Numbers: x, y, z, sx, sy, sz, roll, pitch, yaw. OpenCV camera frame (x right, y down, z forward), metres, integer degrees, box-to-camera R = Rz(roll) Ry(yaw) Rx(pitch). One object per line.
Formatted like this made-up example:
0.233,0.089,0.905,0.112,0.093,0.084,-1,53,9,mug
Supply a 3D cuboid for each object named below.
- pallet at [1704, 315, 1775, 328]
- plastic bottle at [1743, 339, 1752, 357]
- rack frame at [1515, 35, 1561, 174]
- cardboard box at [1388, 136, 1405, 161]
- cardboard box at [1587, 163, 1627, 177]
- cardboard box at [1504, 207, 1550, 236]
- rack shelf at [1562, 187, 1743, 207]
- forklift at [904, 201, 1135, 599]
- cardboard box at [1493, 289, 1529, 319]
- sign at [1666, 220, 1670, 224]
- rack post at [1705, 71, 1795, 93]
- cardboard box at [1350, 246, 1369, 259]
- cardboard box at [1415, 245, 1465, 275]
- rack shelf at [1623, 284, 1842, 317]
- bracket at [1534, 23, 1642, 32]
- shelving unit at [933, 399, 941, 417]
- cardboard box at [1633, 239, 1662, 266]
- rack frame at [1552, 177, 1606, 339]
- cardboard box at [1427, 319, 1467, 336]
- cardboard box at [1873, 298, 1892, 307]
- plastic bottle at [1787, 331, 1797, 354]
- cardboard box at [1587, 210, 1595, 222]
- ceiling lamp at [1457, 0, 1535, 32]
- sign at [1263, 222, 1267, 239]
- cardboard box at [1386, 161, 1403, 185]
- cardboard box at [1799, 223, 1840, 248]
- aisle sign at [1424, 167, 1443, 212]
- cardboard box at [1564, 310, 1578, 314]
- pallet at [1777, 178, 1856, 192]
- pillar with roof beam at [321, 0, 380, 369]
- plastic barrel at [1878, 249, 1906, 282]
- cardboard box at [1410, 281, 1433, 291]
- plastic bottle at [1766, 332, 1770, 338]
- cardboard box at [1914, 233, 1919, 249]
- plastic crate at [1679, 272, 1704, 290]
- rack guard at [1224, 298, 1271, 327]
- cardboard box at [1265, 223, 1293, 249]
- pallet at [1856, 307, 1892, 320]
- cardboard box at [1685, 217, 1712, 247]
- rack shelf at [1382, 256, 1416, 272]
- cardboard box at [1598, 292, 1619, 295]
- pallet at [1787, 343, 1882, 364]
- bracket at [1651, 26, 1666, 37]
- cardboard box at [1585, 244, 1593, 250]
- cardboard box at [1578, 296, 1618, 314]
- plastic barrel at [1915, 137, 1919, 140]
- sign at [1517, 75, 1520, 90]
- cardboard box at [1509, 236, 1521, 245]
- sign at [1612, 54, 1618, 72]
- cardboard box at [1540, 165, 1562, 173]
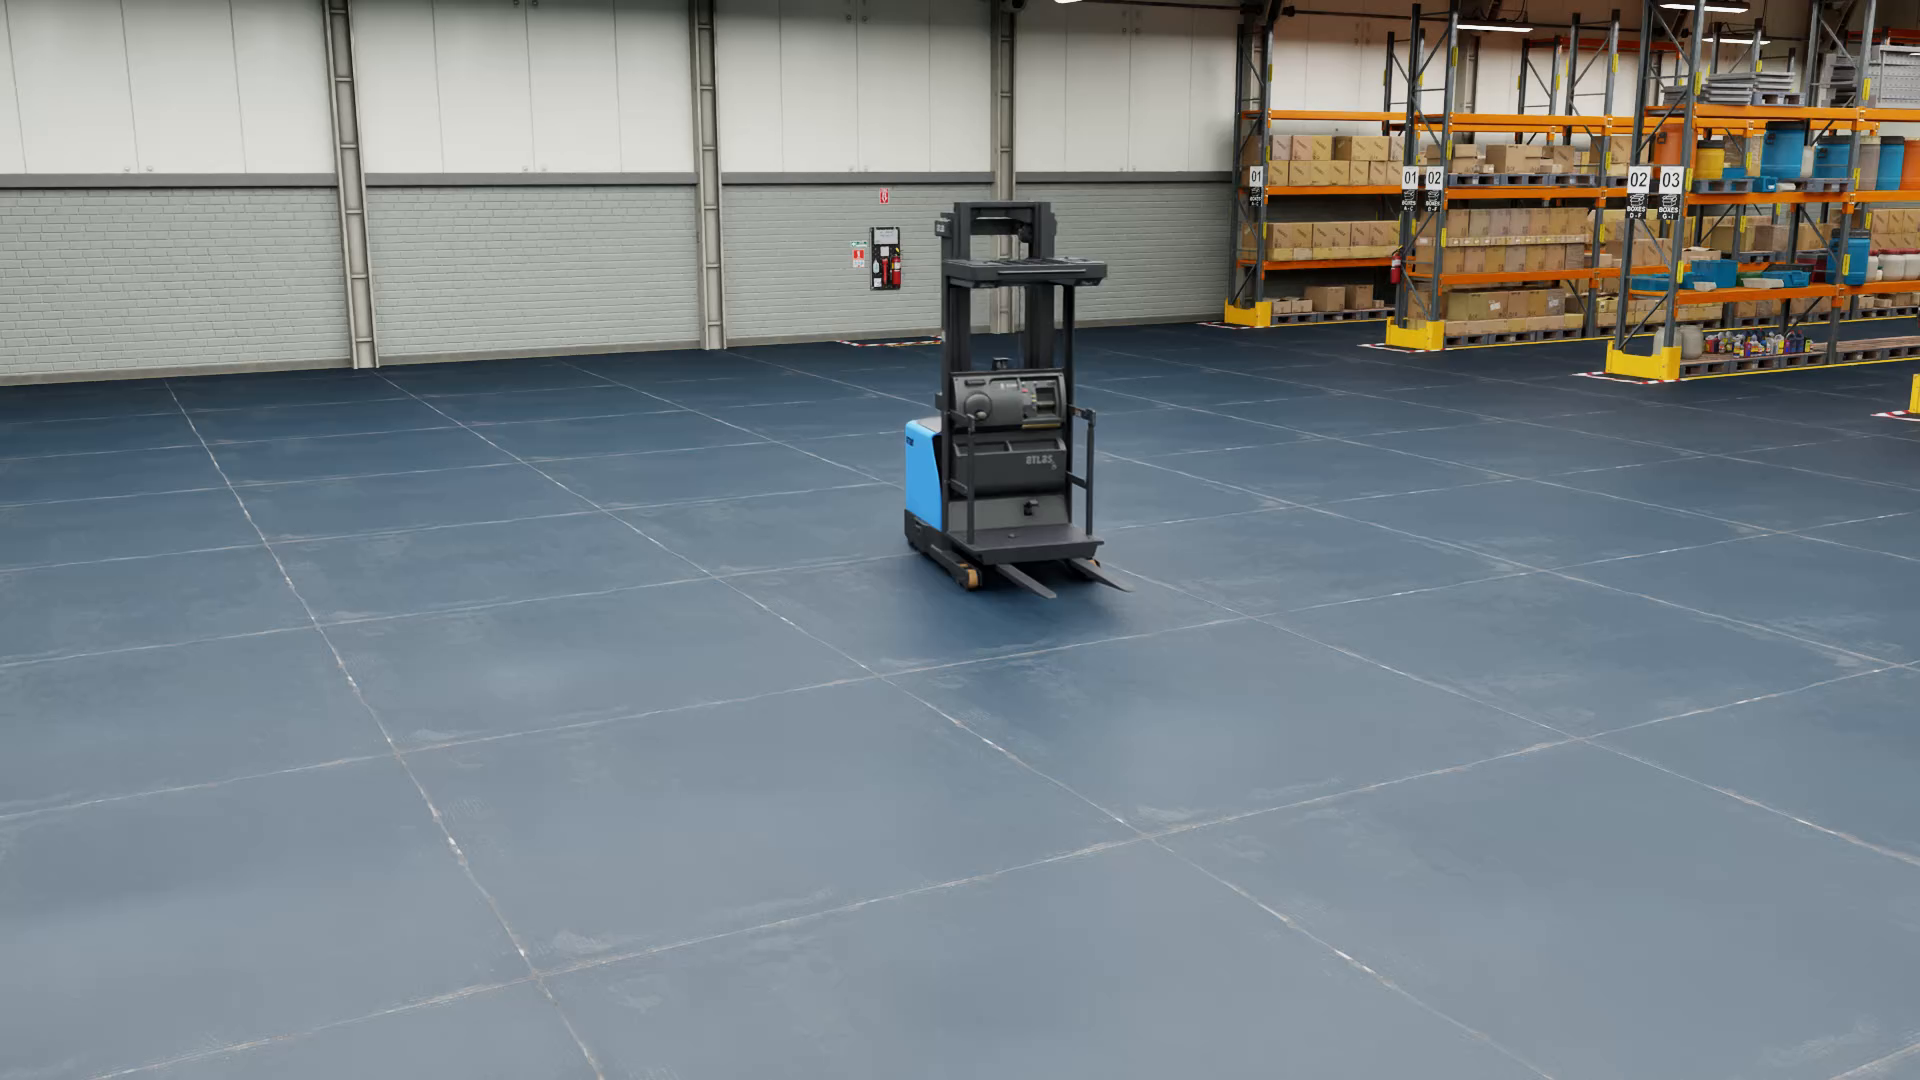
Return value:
15.965,-4.534,34.273,1.213,0.211,1.003,-7,14,-28,pallet
12.588,-3.067,26.588,0.133,0.283,0.061,-7,14,-27,plastic bottle
12.915,-9.704,37.232,0.127,3.000,1.000,-7,14,-28,rack frame
9.094,-8.261,35.102,0.500,0.500,0.500,-8,15,-33,cardboard box
12.326,-7.060,31.702,0.500,0.250,0.500,-5,14,-22,cardboard box
10.511,-5.930,30.944,0.500,0.500,0.700,-7,14,-28,cardboard box
13.536,-6.725,32.465,4.000,0.370,1.077,-7,14,-28,rack shelf
0.466,-1.141,13.002,1.130,2.935,3.031,-4,13,-18,forklift
10.165,-4.381,30.843,0.500,0.500,0.500,-7,14,-28,cardboard box
16.694,-7.621,39.182,0.005,0.325,0.100,-7,14,-28,sign
12.325,-7.126,25.950,0.954,0.300,0.937,-7,15,-29,rack post
8.258,-6.078,35.080,0.500,0.250,0.500,-7,14,-28,cardboard box
8.686,-5.077,30.107,0.500,0.500,0.700,-7,14,-28,cardboard box
12.395,-3.886,26.681,4.000,0.370,1.077,-7,14,-28,rack shelf
14.155,-11.736,38.064,4.783,0.066,0.076,-7,14,-28,bracket
-0.108,-0.640,14.717,0.189,1.200,0.258,-4,13,-18,shelving unit
13.365,-5.637,32.595,0.500,0.500,0.500,-7,14,-28,cardboard box
11.781,-5.402,31.781,0.127,3.000,1.000,-7,14,-28,rack frame
8.847,-3.858,30.227,0.500,0.250,0.500,-7,14,-28,cardboard box
20.029,-5.171,36.207,0.250,0.166,0.380,-7,14,-28,cardboard box
13.555,-3.226,27.142,0.185,0.351,0.144,-8,15,-31,plastic bottle
14.345,-7.455,38.243,0.500,0.250,0.500,-7,14,-27,cardboard box
10.630,-11.576,32.256,2.000,3.185,0.800,-7,14,-28,ceiling lamp
6.153,-6.253,33.591,0.005,0.325,0.100,-7,14,-28,sign
9.077,-7.777,35.229,0.500,0.500,0.500,-6,14,-26,cardboard box
18.280,-6.490,35.433,0.700,0.500,0.500,11,17,41,cardboard box
8.359,-6.183,29.332,0.004,0.787,0.394,-7,14,-28,aisle sign
12.006,-4.365,32.479,0.500,0.250,0.500,-7,14,-28,cardboard box
13.564,-5.724,26.808,1.003,0.211,1.213,-7,14,-28,pallet
-7.644,-6.379,22.460,0.400,9.000,9.100,-7,14,-28,pillar with roof beam
15.740,-4.649,28.125,0.433,0.535,0.433,0,13,0,plastic barrel
10.042,-5.432,36.605,0.500,0.500,0.700,-6,14,-26,cardboard box
13.442,-3.328,27.748,0.133,0.283,0.061,-7,14,-28,plastic bottle
20.714,-6.454,36.227,0.500,0.500,0.500,-7,14,-29,cardboard box
11.508,-4.131,26.473,0.408,0.251,0.499,-7,14,-28,plastic crate
5.960,-4.724,34.461,0.348,0.500,1.175,-7,14,-28,rack guard
6.456,-6.230,34.049,0.500,0.500,0.500,-7,14,-28,cardboard box
19.406,-4.955,36.147,1.213,0.211,1.003,-7,14,-28,pallet
17.553,-7.474,40.304,0.700,0.700,0.980,-7,15,-29,cardboard box
11.159,-6.216,37.035,4.000,0.370,1.077,-7,14,-28,rack shelf
12.892,-4.745,32.890,0.500,0.311,0.500,-7,14,-28,cardboard box
14.821,-3.177,28.244,1.213,0.211,1.003,-7,14,-28,pallet
16.431,-12.009,39.277,0.430,0.232,0.235,-7,14,-28,bracket
14.431,-6.795,38.497,0.250,0.149,0.380,-7,14,-27,cardboard box
12.263,-4.534,31.955,0.500,0.311,0.500,-7,14,-28,cardboard box
16.837,-6.531,28.825,0.600,0.901,0.600,0,13,0,plastic barrel
12.646,-10.343,37.586,0.005,0.325,0.100,-7,14,-28,sign
10.067,-5.508,30.545,0.250,0.149,0.380,-7,14,-27,cardboard box
12.025,-8.752,30.515,0.005,0.325,0.100,-7,14,-28,sign
10.853,-6.836,30.619,0.250,0.149,0.380,-7,14,-28,cardboard box
